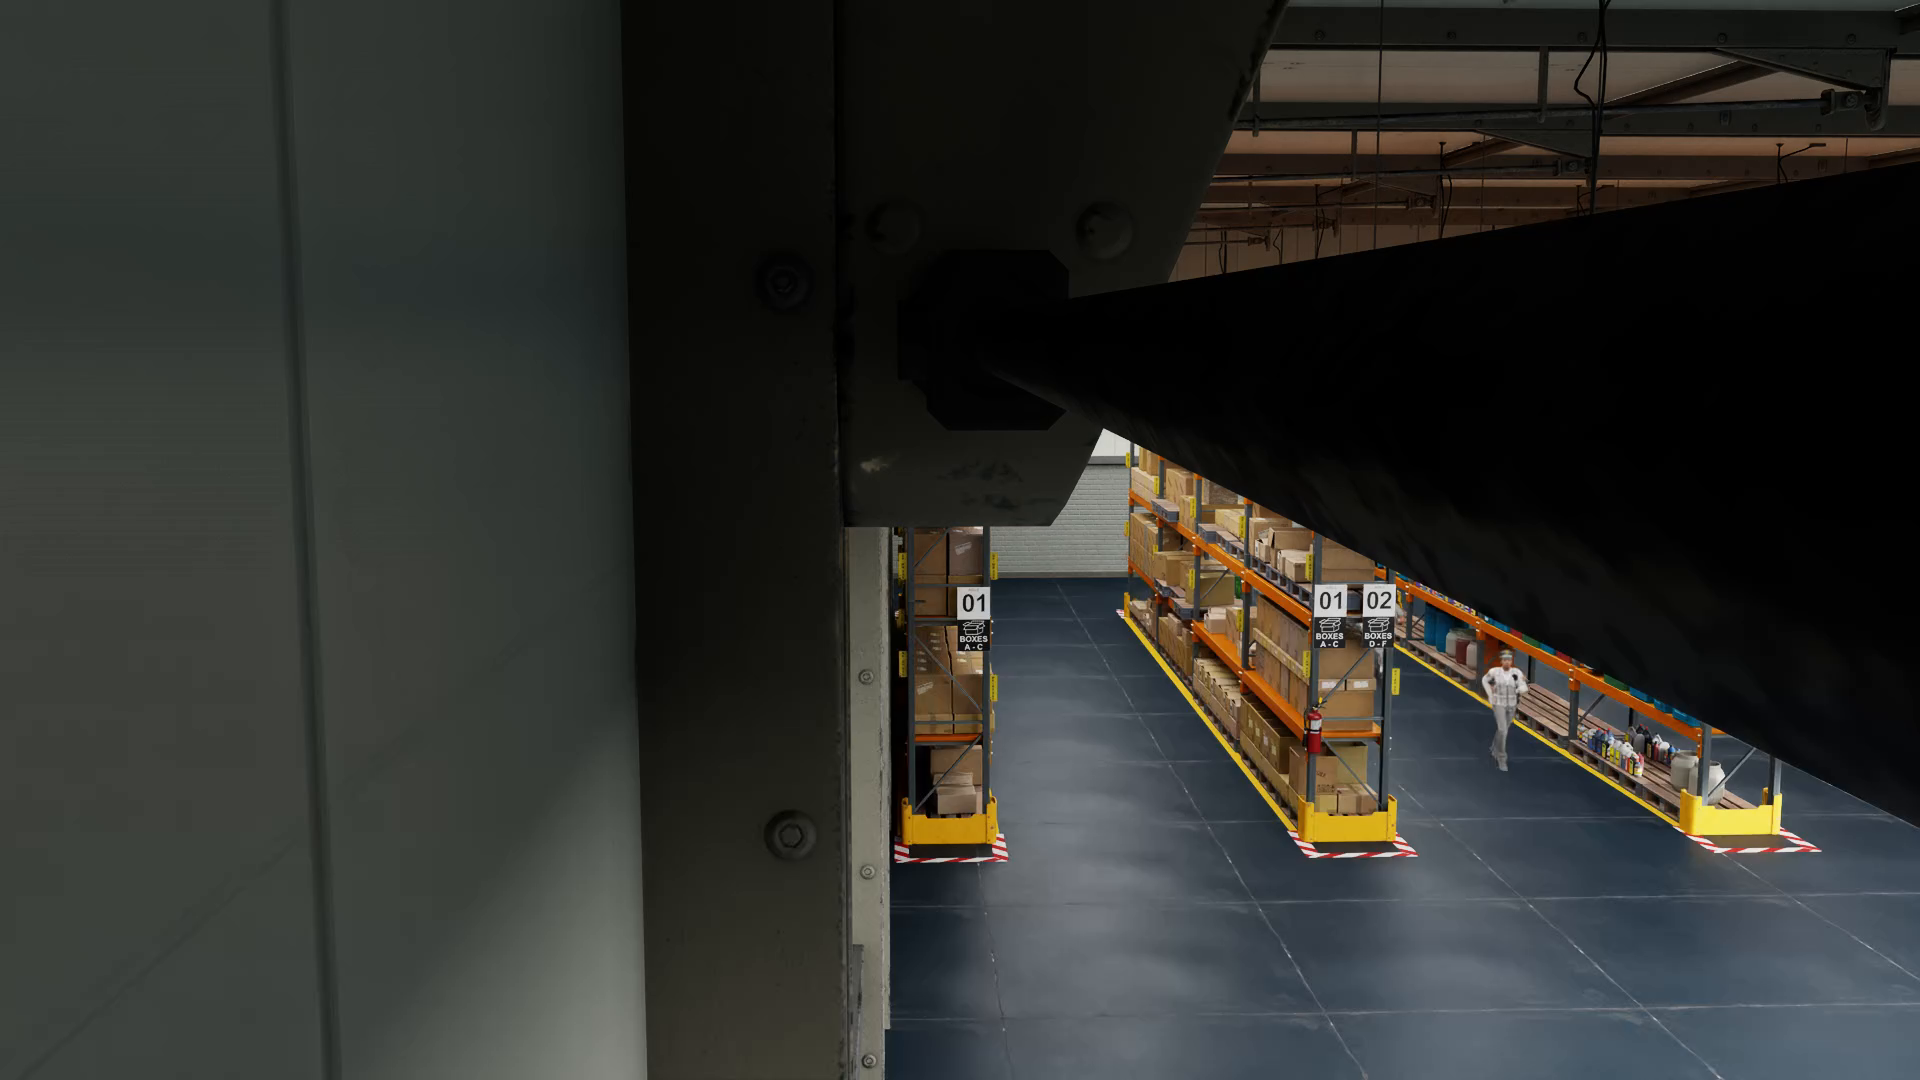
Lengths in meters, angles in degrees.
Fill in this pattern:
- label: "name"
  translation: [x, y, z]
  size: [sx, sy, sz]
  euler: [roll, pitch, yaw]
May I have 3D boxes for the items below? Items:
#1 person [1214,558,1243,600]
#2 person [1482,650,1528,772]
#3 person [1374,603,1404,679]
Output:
- label: "person"
  translation: [5.954, 0.804, 36.539]
  size: [0.785, 1.712, 0.733]
  euler: [7, 10, 43]
- label: "person"
  translation: [7.888, 2.428, 24.058]
  size: [0.584, 1.754, 0.775]
  euler: [0, 7, -1]
- label: "person"
  translation: [7.446, 1.679, 29.205]
  size: [0.661, 1.769, 0.993]
  euler: [-1, 7, -8]
